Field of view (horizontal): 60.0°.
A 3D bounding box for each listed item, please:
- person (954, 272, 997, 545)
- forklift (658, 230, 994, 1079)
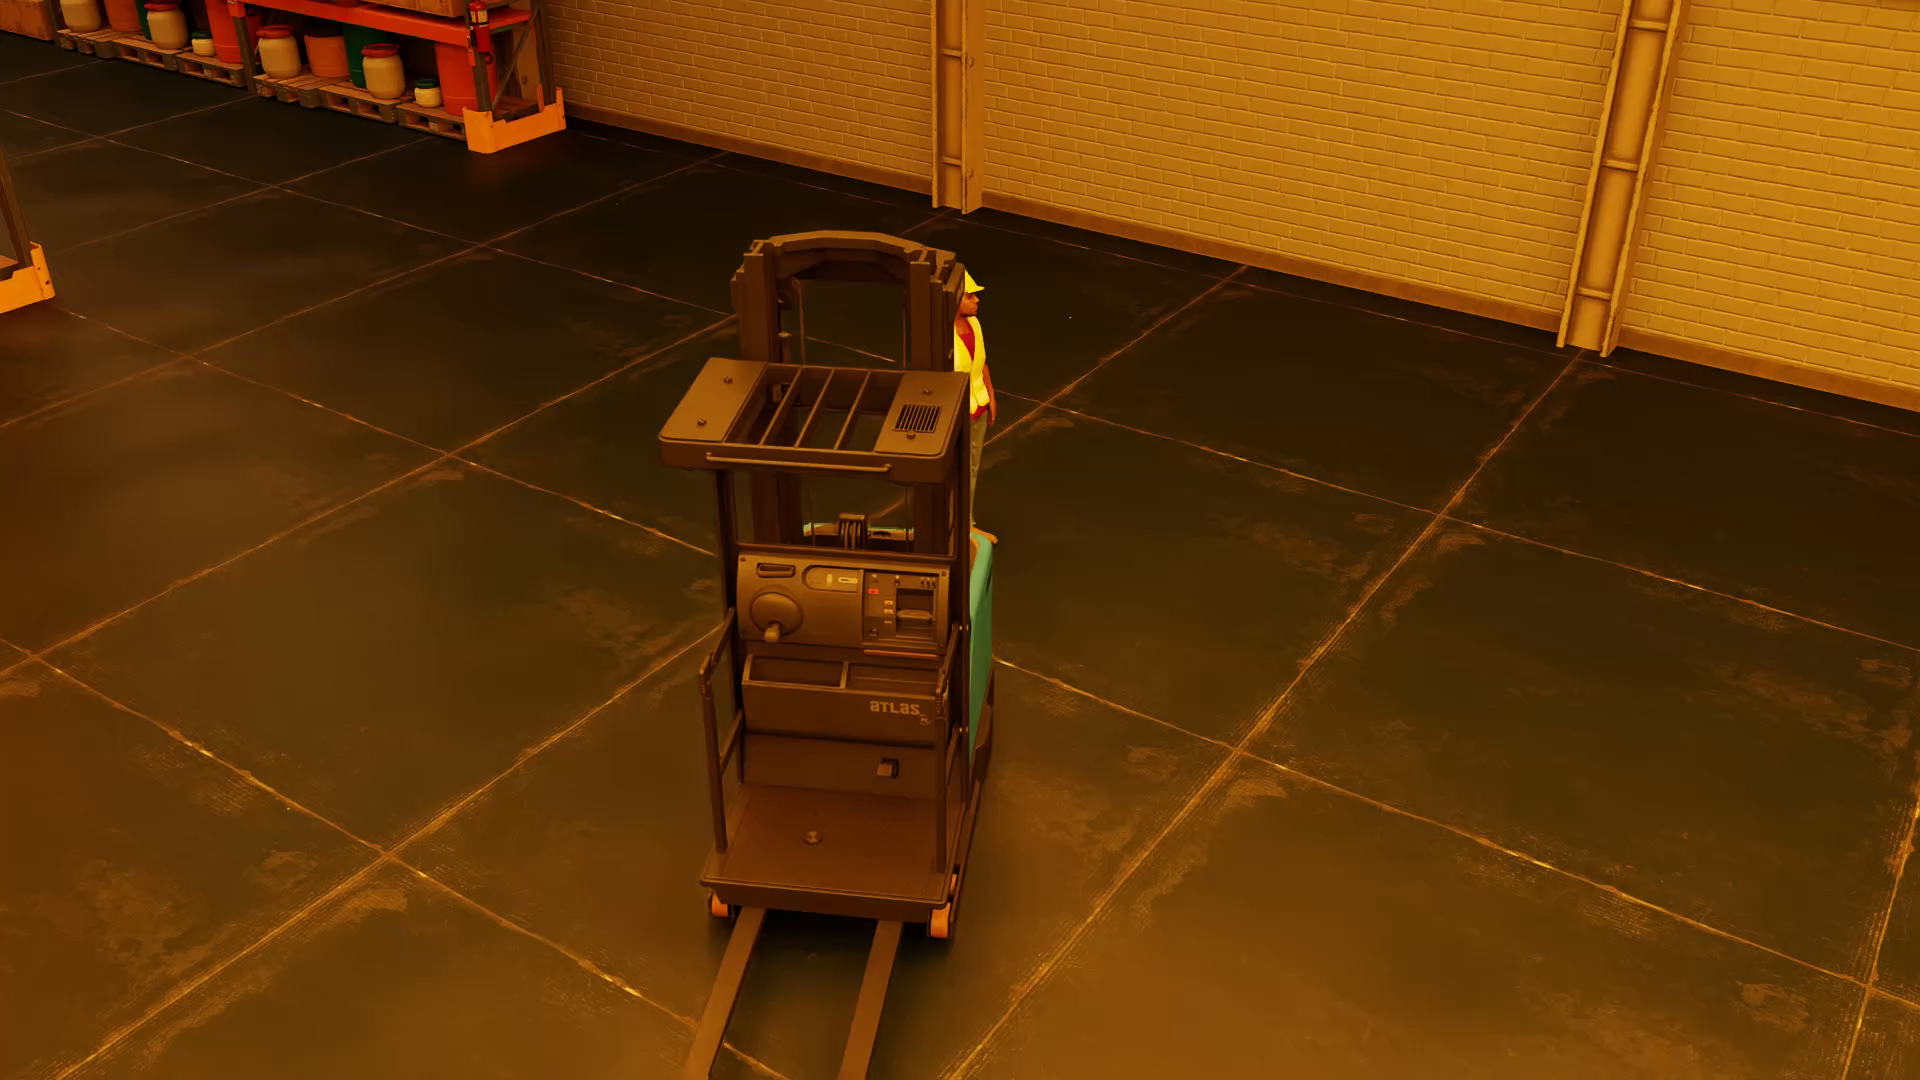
[{"bbox_3d":[0.055,-0.748,10.015,0.575,1.768,0.665,19,35,29],"label":"person"},{"bbox_3d":[-0.536,0.323,7.024,1.130,2.935,3.031,4,30,7],"label":"forklift"}]
